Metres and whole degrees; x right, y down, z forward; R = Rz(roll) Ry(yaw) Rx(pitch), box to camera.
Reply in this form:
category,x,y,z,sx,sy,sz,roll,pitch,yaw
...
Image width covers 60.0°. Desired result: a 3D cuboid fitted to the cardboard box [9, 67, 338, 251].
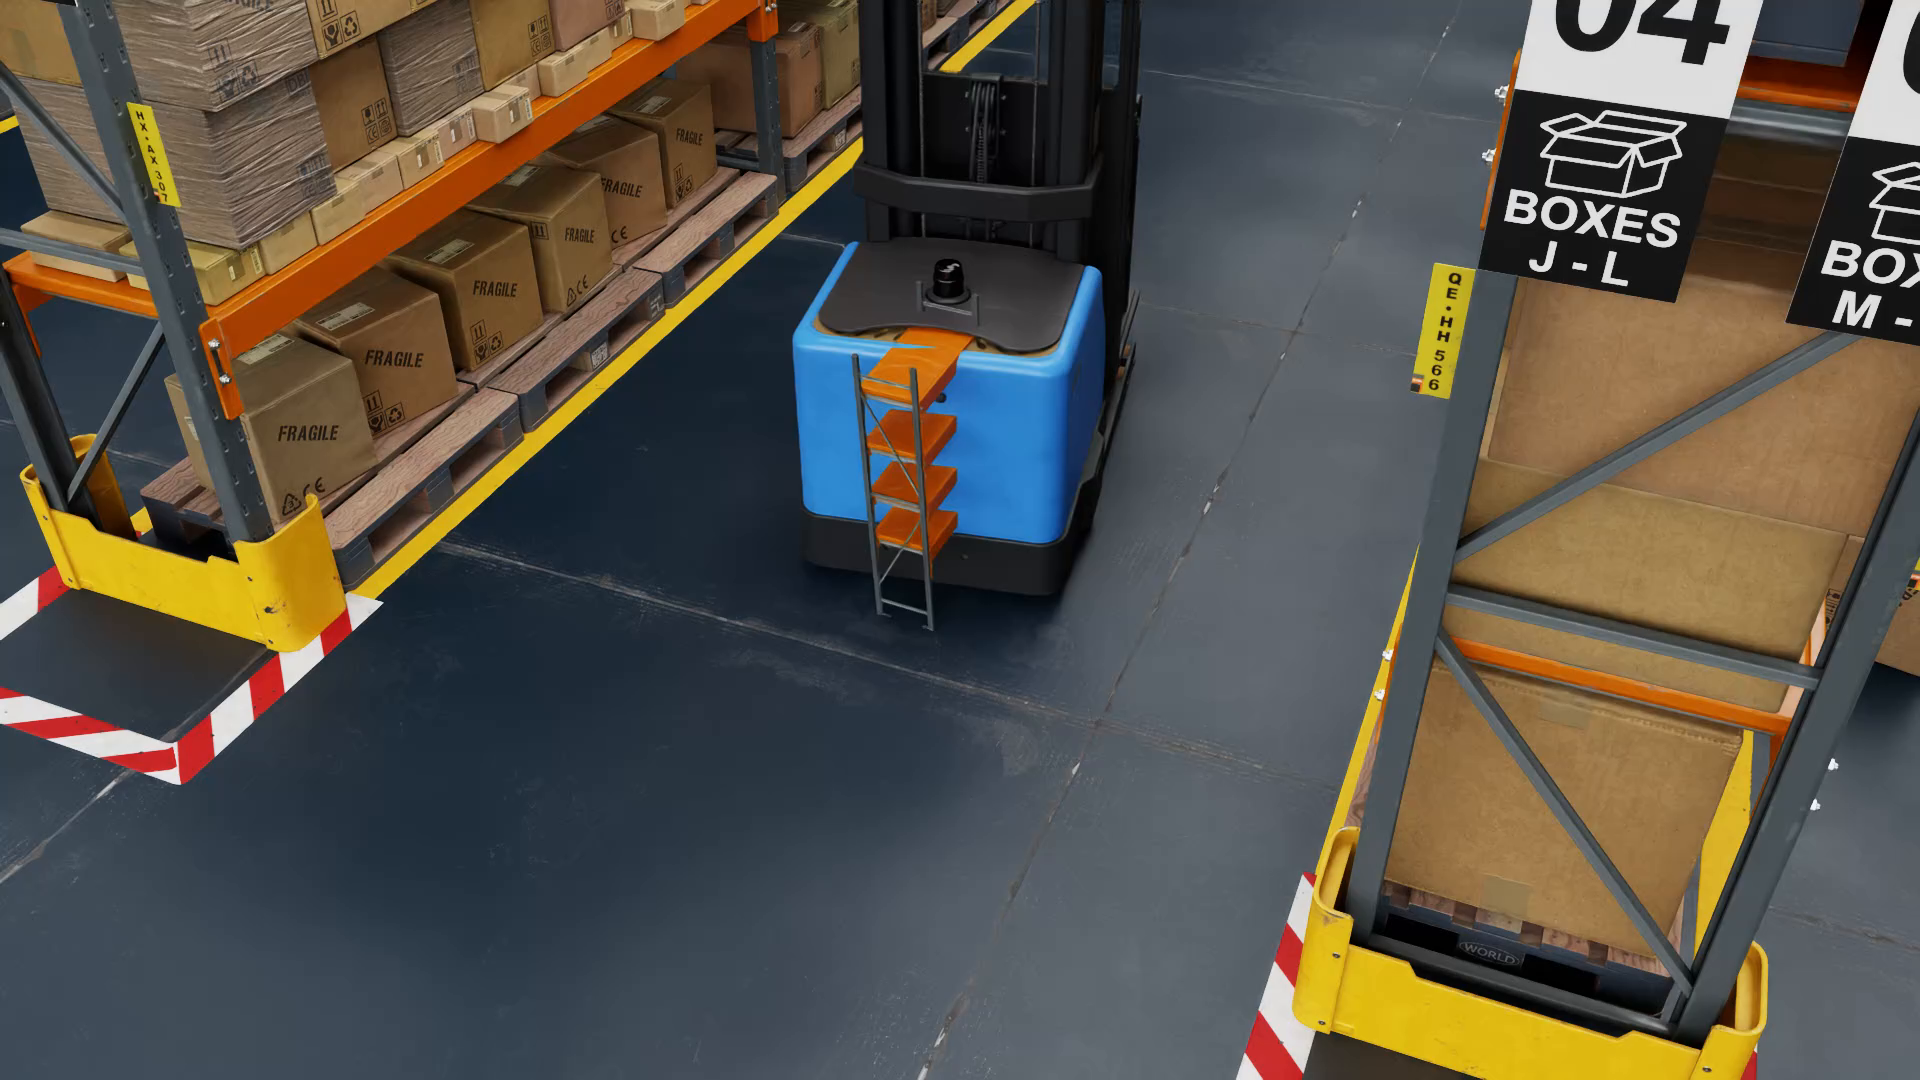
category,x,y,z,sx,sy,sz,roll,pitch,yaw
cardboard box,-2.740,-1.414,5.804,0.875,0.500,0.500,14,39,18

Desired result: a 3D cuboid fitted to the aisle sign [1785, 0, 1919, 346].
category,x,y,z,sx,sy,sz,roll,pitch,yaw
aisle sign,1.824,-0.704,3.015,0.394,0.787,0.004,14,39,18

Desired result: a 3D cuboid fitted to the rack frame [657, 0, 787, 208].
category,x,y,z,sx,sy,sz,roll,pitch,yaw
rack frame,-1.453,-3.171,8.487,1.000,3.000,0.127,14,39,18

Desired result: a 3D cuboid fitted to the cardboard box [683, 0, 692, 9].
category,x,y,z,sx,sy,sz,roll,pitch,yaw
cardboard box,-1.518,-2.623,7.964,0.380,0.149,0.250,14,39,18

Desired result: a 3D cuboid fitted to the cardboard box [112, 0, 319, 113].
category,x,y,z,sx,sy,sz,roll,pitch,yaw
cardboard box,-2.514,-1.758,5.430,0.500,0.500,0.500,14,39,18

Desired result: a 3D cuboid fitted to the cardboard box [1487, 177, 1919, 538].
category,x,y,z,sx,sy,sz,roll,pitch,yaw
cardboard box,1.750,-0.460,3.832,0.875,0.550,0.550,14,39,18

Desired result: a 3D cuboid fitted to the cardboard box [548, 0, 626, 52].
category,x,y,z,sx,sy,sz,roll,pitch,yaw
cardboard box,-2.001,-2.526,7.292,0.875,0.500,0.500,14,39,18

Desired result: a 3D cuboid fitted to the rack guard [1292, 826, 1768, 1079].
category,x,y,z,sx,sy,sz,roll,pitch,yaw
rack guard,1.564,1.244,4.668,1.175,0.500,0.348,14,39,18

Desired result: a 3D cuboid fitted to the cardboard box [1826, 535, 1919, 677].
category,x,y,z,sx,sy,sz,roll,pitch,yaw
cardboard box,3.454,0.109,6.185,0.500,0.500,0.500,21,42,25

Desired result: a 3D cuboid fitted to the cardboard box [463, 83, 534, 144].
category,x,y,z,sx,sy,sz,roll,pitch,yaw
cardboard box,-1.986,-1.767,6.819,0.380,0.149,0.250,14,39,18

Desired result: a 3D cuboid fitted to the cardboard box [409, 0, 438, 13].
category,x,y,z,sx,sy,sz,roll,pitch,yaw
cardboard box,-2.128,-2.311,6.169,0.500,0.500,0.500,14,39,18

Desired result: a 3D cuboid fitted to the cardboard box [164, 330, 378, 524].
category,x,y,z,sx,sy,sz,roll,pitch,yaw
cardboard box,-2.722,-0.465,6.604,0.500,0.500,0.500,21,42,26

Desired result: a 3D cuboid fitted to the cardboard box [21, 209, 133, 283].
category,x,y,z,sx,sy,sz,roll,pitch,yaw
cardboard box,-3.058,-1.060,5.873,0.380,0.149,0.250,14,39,18

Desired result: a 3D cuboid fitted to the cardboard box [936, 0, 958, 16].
category,x,y,z,sx,sy,sz,roll,pitch,yaw
cardboard box,-0.367,-3.875,11.149,0.700,0.500,0.500,11,38,14

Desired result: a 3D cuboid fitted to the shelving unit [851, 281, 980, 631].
category,x,y,z,sx,sy,sz,roll,pitch,yaw
shelving unit,-0.126,-0.288,6.112,0.258,1.200,0.503,16,44,20

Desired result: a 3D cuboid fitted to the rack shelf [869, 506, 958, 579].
category,x,y,z,sx,sy,sz,roll,pitch,yaw
rack shelf,-0.115,-0.086,6.285,0.258,0.148,0.480,16,44,20

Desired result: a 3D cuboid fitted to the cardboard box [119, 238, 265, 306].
category,x,y,z,sx,sy,sz,roll,pitch,yaw
cardboard box,-2.646,-0.959,5.737,0.380,0.149,0.250,14,39,18

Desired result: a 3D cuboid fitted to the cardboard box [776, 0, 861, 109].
category,x,y,z,sx,sy,sz,roll,pitch,yaw
cardboard box,-1.001,-2.941,9.899,0.700,0.500,0.500,14,39,17

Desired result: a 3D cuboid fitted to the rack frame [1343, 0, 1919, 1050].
category,x,y,z,sx,sy,sz,roll,pitch,yaw
rack frame,1.573,0.230,3.937,1.000,3.000,0.127,14,39,18

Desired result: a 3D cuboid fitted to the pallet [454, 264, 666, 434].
category,x,y,z,sx,sy,sz,roll,pitch,yaw
pallet,-2.139,-0.996,7.906,1.003,0.211,1.213,14,39,18

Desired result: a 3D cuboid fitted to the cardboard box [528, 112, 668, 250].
category,x,y,z,sx,sy,sz,roll,pitch,yaw
cardboard box,-1.853,-1.807,8.399,0.500,0.500,0.500,27,45,32

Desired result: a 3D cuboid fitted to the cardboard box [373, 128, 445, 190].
category,x,y,z,sx,sy,sz,roll,pitch,yaw
cardboard box,-2.247,-1.508,6.472,0.380,0.149,0.250,14,39,18

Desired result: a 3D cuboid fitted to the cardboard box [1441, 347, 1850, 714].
category,x,y,z,sx,sy,sz,roll,pitch,yaw
cardboard box,1.673,-0.046,4.181,0.875,0.550,0.550,14,39,18

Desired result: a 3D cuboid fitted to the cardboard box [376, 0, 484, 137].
category,x,y,z,sx,sy,sz,roll,pitch,yaw
cardboard box,-2.431,-1.985,6.568,0.875,0.500,0.500,14,39,18

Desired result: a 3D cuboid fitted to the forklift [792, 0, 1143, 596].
category,x,y,z,sx,sy,sz,roll,pitch,yaw
forklift,0.202,-1.843,6.767,1.130,2.935,3.031,8,37,10

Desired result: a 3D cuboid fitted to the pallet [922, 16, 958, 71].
category,x,y,z,sx,sy,sz,roll,pitch,yaw
pallet,-0.696,-3.163,10.806,1.003,0.211,1.213,14,39,18

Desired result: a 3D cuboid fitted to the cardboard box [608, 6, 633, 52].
category,x,y,z,sx,sy,sz,roll,pitch,yaw
cardboard box,-1.727,-2.351,7.600,0.380,0.149,0.250,14,39,18

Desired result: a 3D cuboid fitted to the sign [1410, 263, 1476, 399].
category,x,y,z,sx,sy,sz,roll,pitch,yaw
sign,1.077,-0.460,3.695,0.100,0.325,0.005,14,39,18

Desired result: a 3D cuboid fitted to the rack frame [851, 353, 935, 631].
category,x,y,z,sx,sy,sz,roll,pitch,yaw
rack frame,-0.230,-0.141,5.948,0.240,1.200,0.015,16,44,20

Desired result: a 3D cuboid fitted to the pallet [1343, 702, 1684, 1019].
category,x,y,z,sx,sy,sz,roll,pitch,yaw
pallet,1.805,0.886,5.388,1.003,0.211,1.213,14,39,18

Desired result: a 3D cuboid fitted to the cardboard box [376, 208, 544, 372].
category,x,y,z,sx,sy,sz,roll,pitch,yaw
cardboard box,-2.271,-1.146,7.515,0.500,0.500,0.500,18,40,22

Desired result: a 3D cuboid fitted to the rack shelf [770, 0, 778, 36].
category,x,y,z,sx,sy,sz,roll,pitch,yaw
rack shelf,-0.692,-3.990,10.184,1.077,0.370,4.000,14,39,18

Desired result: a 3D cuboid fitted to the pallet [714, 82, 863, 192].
category,x,y,z,sx,sy,sz,roll,pitch,yaw
pallet,-1.158,-2.485,9.899,1.003,0.211,1.213,14,39,18

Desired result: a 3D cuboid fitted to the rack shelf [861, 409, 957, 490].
category,x,y,z,sx,sy,sz,roll,pitch,yaw
rack shelf,-0.132,-0.406,6.010,0.258,0.148,0.480,16,44,20

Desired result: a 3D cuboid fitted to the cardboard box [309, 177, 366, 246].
category,x,y,z,sx,sy,sz,roll,pitch,yaw
cardboard box,-2.424,-1.228,6.097,0.380,0.149,0.250,14,39,18

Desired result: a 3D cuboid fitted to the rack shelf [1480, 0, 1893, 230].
category,x,y,z,sx,sy,sz,roll,pitch,yaw
rack shelf,2.334,-1.791,4.736,1.077,0.370,4.000,14,39,18

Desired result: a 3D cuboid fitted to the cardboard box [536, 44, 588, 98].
category,x,y,z,sx,sy,sz,roll,pitch,yaw
cardboard box,-1.847,-2.057,7.206,0.380,0.149,0.250,14,39,18

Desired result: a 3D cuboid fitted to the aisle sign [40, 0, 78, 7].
category,x,y,z,sx,sy,sz,roll,pitch,yaw
aisle sign,-2.721,-1.895,4.608,0.394,0.787,0.004,14,39,18
